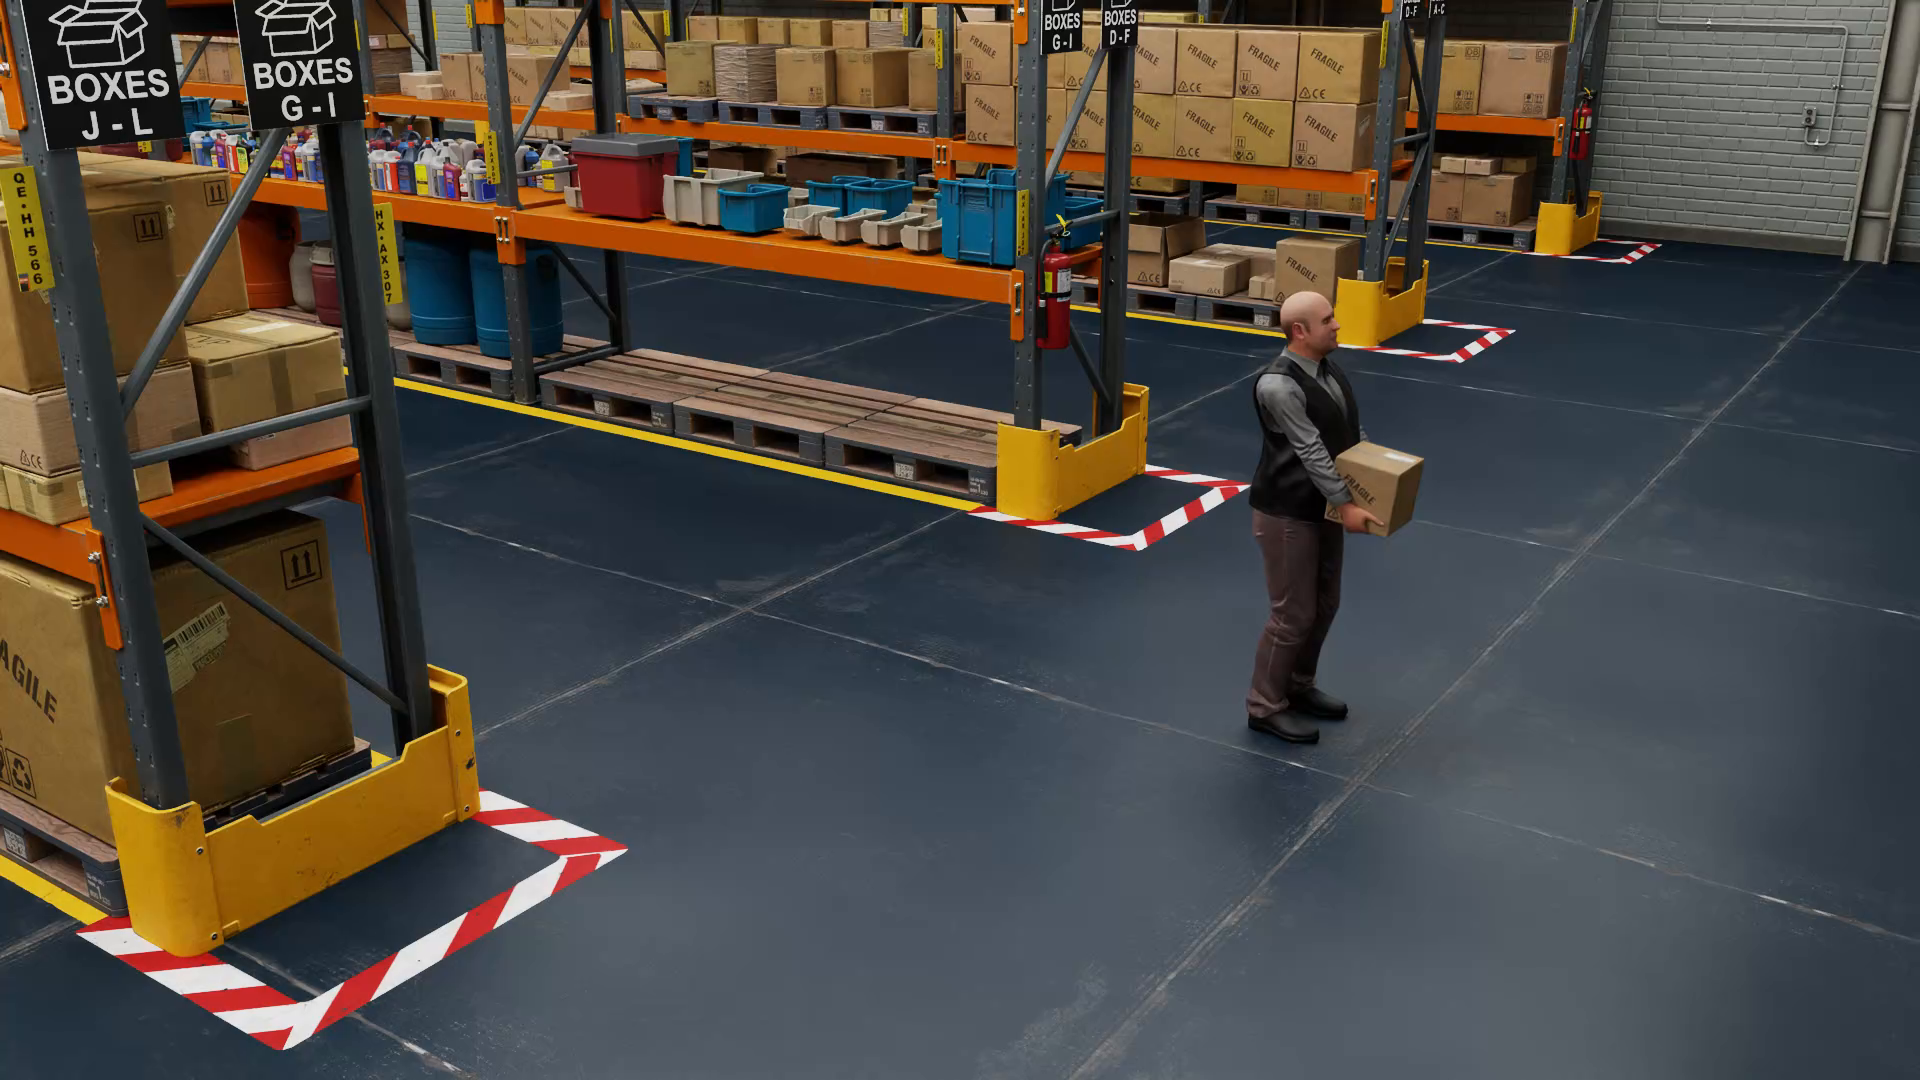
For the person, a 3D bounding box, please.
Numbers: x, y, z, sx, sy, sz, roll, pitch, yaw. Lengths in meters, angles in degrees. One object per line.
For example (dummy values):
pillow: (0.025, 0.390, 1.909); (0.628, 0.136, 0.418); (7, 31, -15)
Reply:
person: (1.401, -0.080, 6.343); (0.556, 1.713, 0.494); (13, 24, 33)
